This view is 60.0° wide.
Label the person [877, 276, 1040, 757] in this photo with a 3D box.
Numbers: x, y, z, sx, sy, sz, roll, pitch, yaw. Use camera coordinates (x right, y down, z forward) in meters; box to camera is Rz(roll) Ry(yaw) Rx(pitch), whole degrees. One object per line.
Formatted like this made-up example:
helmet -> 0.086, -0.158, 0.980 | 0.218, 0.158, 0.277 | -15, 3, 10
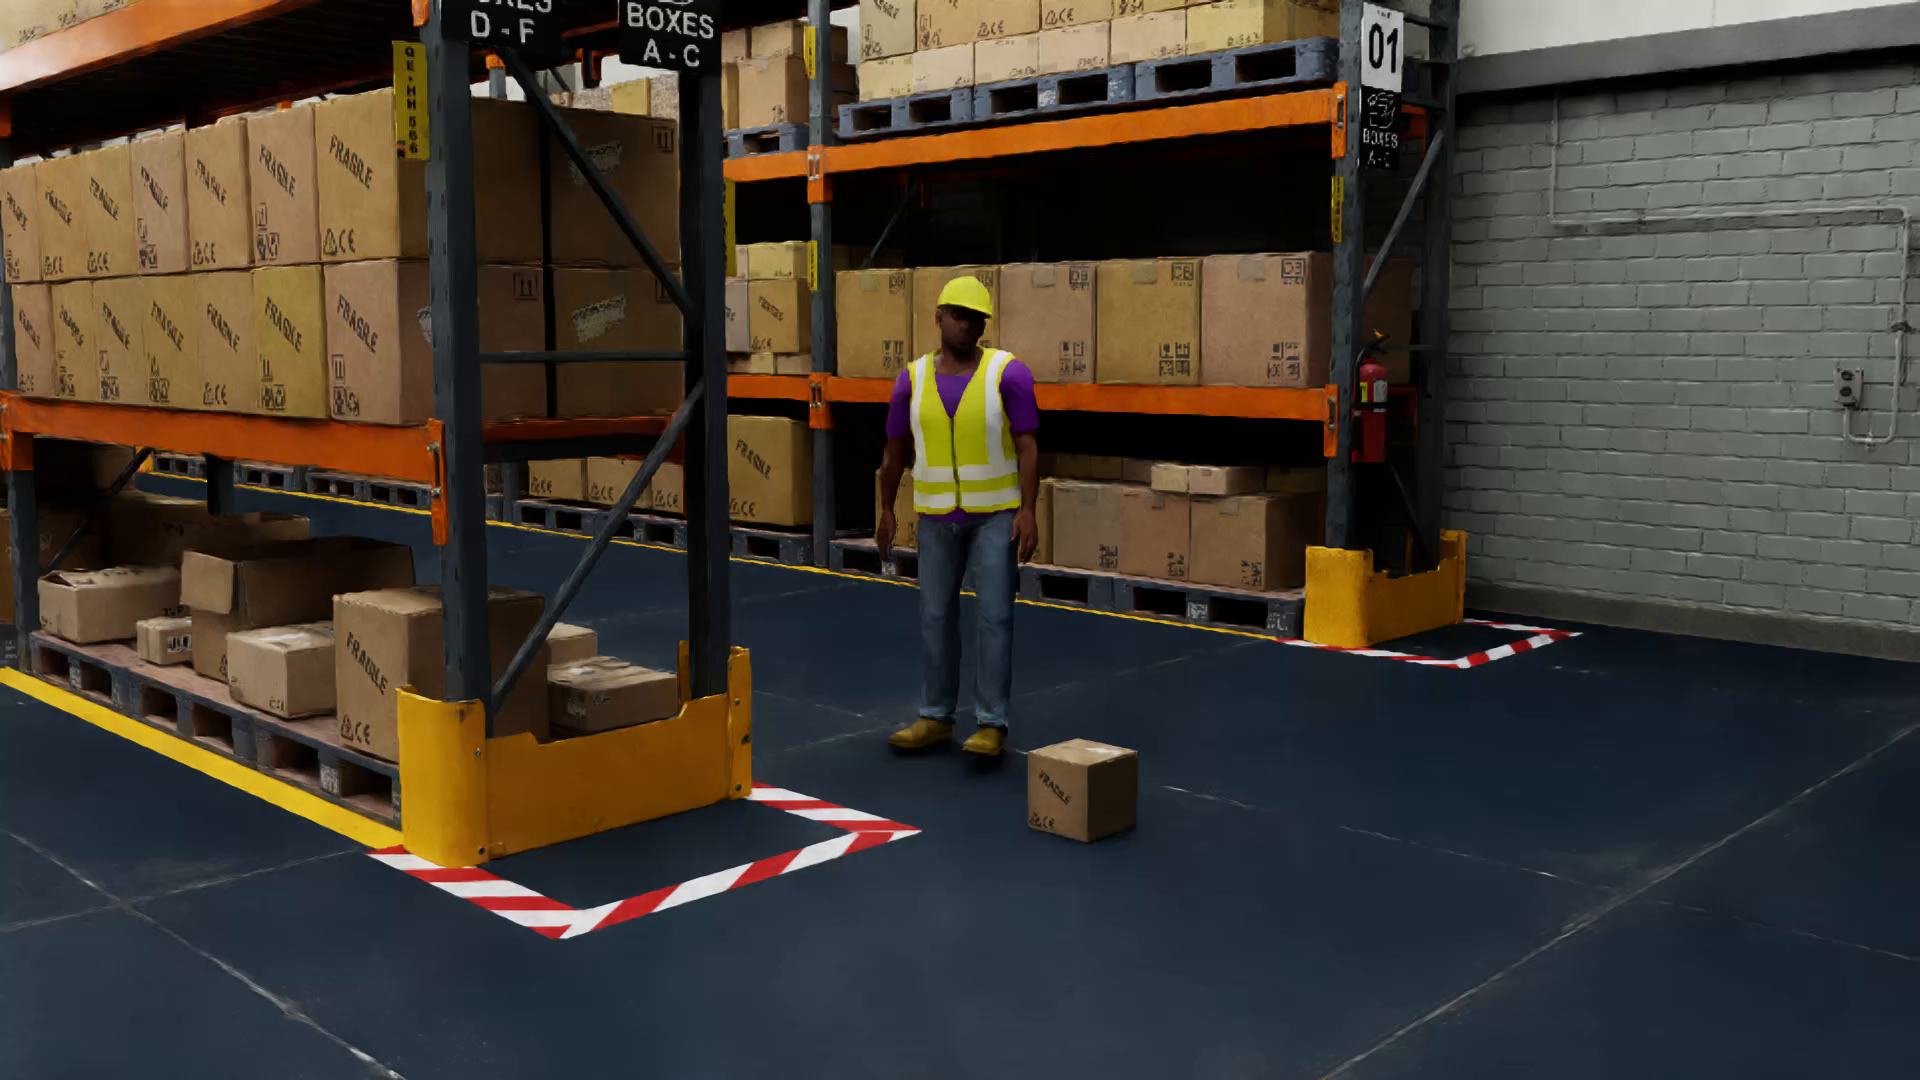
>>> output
person -> -0.032, -0.081, 6.127 | 0.650, 1.768, 0.516 | 2, 7, 15
